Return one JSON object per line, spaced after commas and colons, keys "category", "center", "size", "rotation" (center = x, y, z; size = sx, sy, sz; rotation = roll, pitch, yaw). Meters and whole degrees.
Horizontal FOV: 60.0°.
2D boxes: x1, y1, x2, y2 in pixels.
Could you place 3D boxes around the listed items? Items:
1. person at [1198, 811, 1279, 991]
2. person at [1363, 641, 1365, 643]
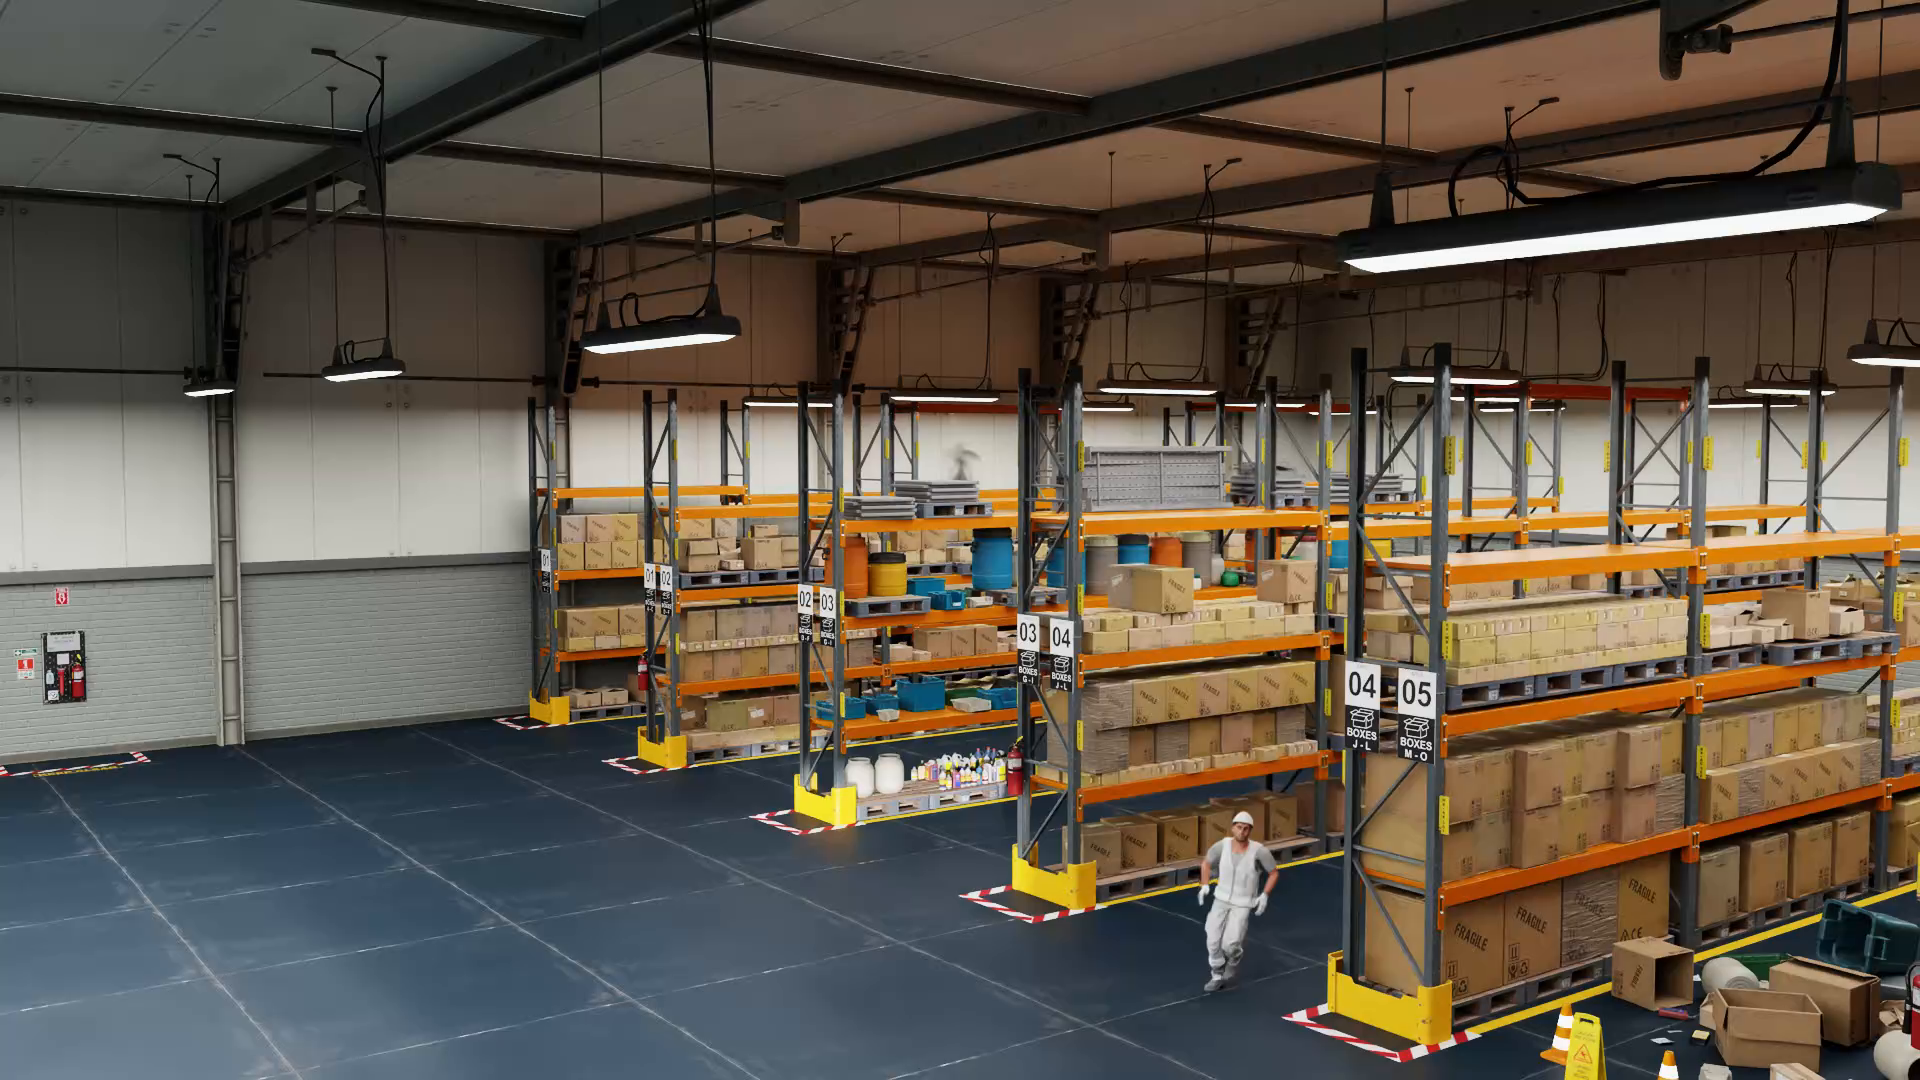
{"category": "person", "center": [2.563, 3.394, 15.514], "size": [0.714, 1.722, 0.537], "rotation": [2, 4, 28]}
{"category": "person", "center": [8.367, 2.306, 34.023], "size": [0.658, 1.706, 0.686], "rotation": [-3, 4, -39]}
